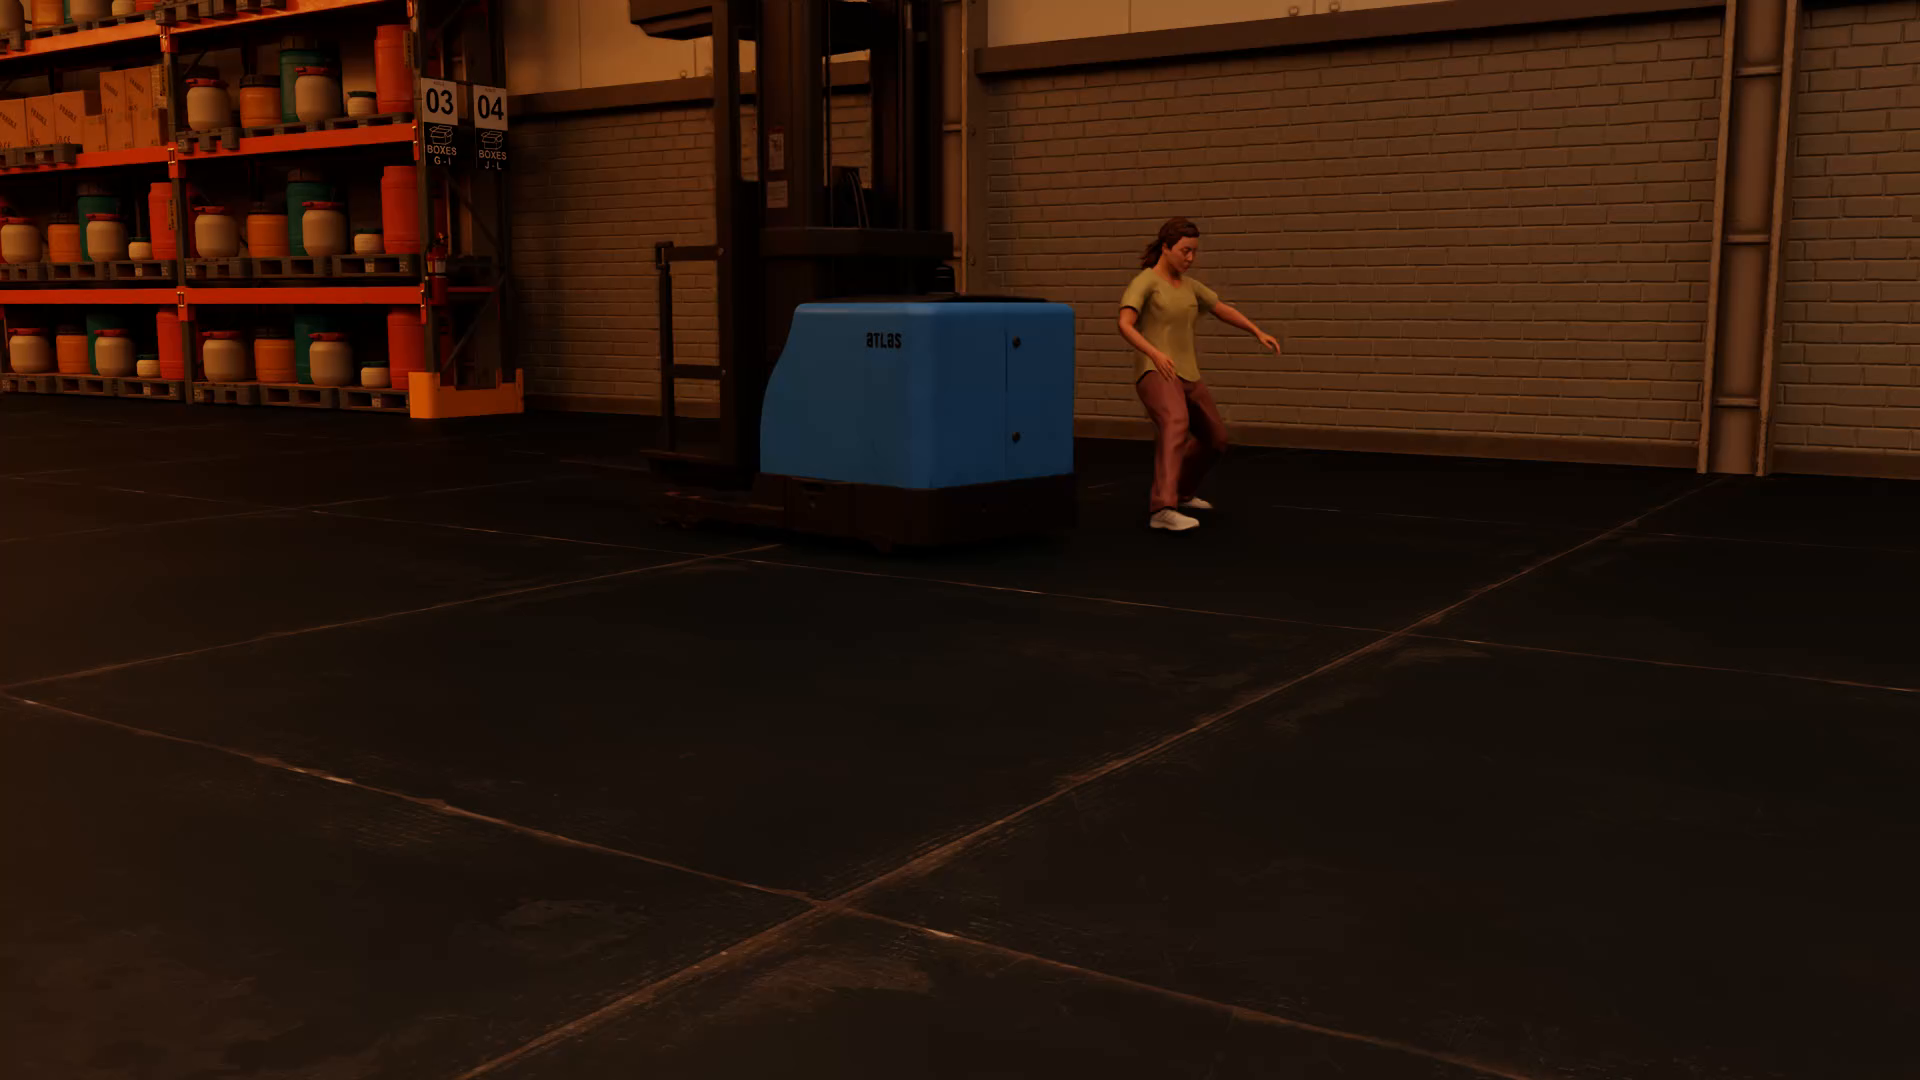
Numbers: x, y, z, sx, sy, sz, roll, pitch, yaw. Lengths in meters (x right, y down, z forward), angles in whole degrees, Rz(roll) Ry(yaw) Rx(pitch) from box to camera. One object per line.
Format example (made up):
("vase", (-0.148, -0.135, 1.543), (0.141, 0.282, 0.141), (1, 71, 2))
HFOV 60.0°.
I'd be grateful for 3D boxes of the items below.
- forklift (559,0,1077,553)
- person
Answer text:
("forklift", (-0.873, -1.547, 8.069), (3.031, 2.935, 1.130), (8, 11, 44))
("person", (1.122, -0.825, 8.209), (0.982, 1.516, 0.961), (-7, 10, -39))
